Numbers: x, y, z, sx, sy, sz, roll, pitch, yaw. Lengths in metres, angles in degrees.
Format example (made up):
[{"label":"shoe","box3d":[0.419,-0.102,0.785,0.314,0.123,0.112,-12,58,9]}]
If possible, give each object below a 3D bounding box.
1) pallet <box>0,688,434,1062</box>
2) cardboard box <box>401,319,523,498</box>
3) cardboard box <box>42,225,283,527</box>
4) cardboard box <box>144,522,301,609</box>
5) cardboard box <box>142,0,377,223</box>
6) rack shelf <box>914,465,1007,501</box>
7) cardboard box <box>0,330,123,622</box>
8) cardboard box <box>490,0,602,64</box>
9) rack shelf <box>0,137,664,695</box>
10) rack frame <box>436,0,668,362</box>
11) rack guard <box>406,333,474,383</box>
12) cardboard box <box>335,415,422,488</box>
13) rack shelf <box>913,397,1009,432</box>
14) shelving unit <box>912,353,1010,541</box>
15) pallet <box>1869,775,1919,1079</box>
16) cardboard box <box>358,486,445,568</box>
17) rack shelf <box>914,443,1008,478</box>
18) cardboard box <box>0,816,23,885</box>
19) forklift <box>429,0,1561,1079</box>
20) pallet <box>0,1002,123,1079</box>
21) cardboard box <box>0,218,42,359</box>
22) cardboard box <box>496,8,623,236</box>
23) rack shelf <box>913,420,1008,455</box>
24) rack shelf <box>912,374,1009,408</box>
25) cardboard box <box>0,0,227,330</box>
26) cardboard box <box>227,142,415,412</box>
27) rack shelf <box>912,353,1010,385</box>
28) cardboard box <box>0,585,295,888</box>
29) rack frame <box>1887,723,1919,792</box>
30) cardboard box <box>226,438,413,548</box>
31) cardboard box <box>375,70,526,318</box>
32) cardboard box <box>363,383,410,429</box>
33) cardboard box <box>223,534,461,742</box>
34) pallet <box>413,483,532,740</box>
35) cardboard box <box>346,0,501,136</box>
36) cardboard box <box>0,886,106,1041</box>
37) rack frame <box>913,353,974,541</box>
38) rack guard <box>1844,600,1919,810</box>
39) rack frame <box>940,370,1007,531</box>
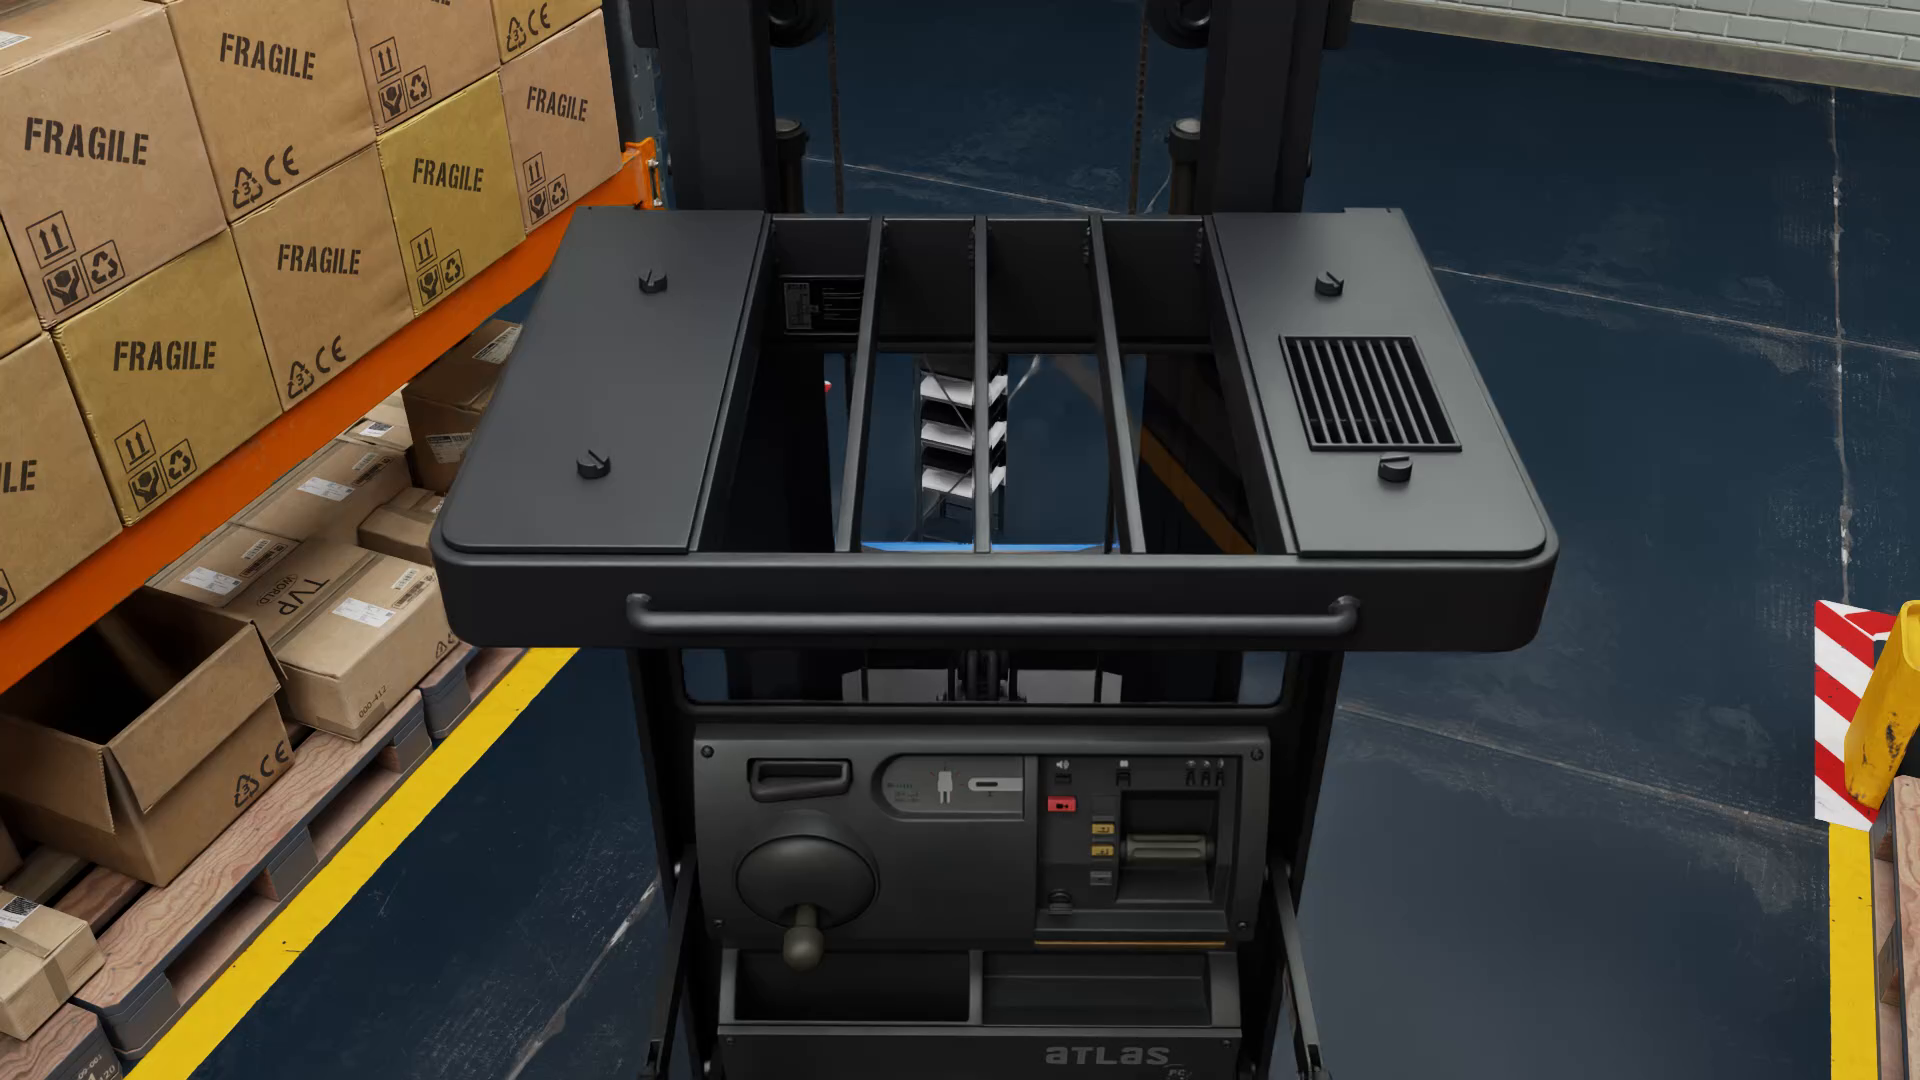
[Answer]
[{"label":"pallet","box3d":[-2.237,0.744,4.578,1.003,0.211,1.213,14,39,18]},{"label":"cardboard box","box3d":[-1.419,-0.347,5.430,0.500,0.500,0.500,14,39,18]},{"label":"cardboard box","box3d":[-1.940,-0.418,3.720,0.500,0.500,0.500,13,39,17]},{"label":"cardboard box","box3d":[-2.290,0.186,4.925,0.500,0.250,0.500,14,39,18]},{"label":"cardboard box","box3d":[-1.740,-1.093,3.788,0.500,0.500,0.500,15,39,19]},{"label":"rack shelf","box3d":[0.003,-0.194,5.614,0.258,0.077,0.200,14,39,18]},{"label":"cardboard box","box3d":[-2.132,-0.136,3.342,0.500,0.500,0.500,14,39,18]},{"label":"cardboard box","box3d":[-1.355,-1.661,4.548,0.500,0.500,0.500,14,39,17]},{"label":"rack shelf","box3d":[-2.201,-0.134,4.025,1.077,0.370,4.000,14,39,18]},{"label":"rack frame","box3d":[-1.440,-1.529,5.291,1.000,3.000,0.127,14,39,18]},{"label":"rack guard","box3d":[-1.469,-0.486,5.983,1.175,0.500,0.348,14,39,18]},{"label":"cardboard box","box3d":[-2.012,-0.279,5.617,0.380,0.166,0.250,14,39,18]},{"label":"rack shelf","box3d":[0.003,-0.410,5.453,0.258,0.077,0.200,14,39,18]},{"label":"shelving unit","box3d":[0.003,-0.365,5.487,0.258,0.900,0.210,14,39,18]},{"label":"pallet","box3d":[2.790,1.166,4.014,1.003,0.211,1.213,14,39,18]},{"label":"cardboard box","box3d":[-1.657,-0.010,5.257,0.380,0.166,0.250,14,39,18]},{"label":"rack shelf","box3d":[0.003,-0.266,5.560,0.258,0.077,0.200,14,39,18]},{"label":"cardboard box","box3d":[-2.722,0.791,4.065,0.500,0.311,0.500,14,39,18]},{"label":"forklift","box3d":[0.036,0.568,2.542,1.130,2.935,3.031,0,37,0]},{"label":"pallet","box3d":[-2.700,1.422,3.671,1.003,0.211,1.213,14,39,18]},{"label":"cardboard box","box3d":[-2.131,-0.522,3.025,0.500,0.500,0.500,13,39,16]},{"label":"cardboard box","box3d":[-1.359,-1.259,4.846,0.500,0.500,0.500,15,39,19]},{"label":"rack shelf","box3d":[0.003,-0.338,5.507,0.258,0.077,0.200,14,39,18]},{"label":"rack shelf","box3d":[0.003,-0.482,5.399,0.258,0.077,0.200,14,39,18]},{"label":"cardboard box","box3d":[-1.935,-0.809,3.408,0.500,0.500,0.500,15,39,19]},{"label":"cardboard box","box3d":[-1.748,-0.696,4.093,0.500,0.500,0.500,14,39,18]},{"label":"rack shelf","box3d":[0.003,-0.555,5.345,0.258,0.077,0.200,14,39,18]},{"label":"cardboard box","box3d":[-2.252,0.468,4.337,0.797,0.503,0.637,14,39,18]},{"label":"rack frame","box3d":[3.139,-0.399,3.778,1.000,3.000,0.127,14,39,18]},{"label":"cardboard box","box3d":[-2.100,-0.091,5.296,0.500,0.250,0.500,14,39,18]},{"label":"cardboard box","box3d":[-1.553,-0.971,4.461,0.500,0.500,0.500,14,39,18]},{"label":"cardboard box","box3d":[-1.917,-0.410,5.807,0.380,0.149,0.250,14,39,18]},{"label":"cardboard box","box3d":[-1.808,0.272,4.810,0.500,0.250,0.500,14,39,18]},{"label":"pallet","box3d":[-1.771,0.071,5.479,1.003,0.211,1.213,14,39,18]},{"label":"cardboard box","box3d":[-1.547,-1.381,4.173,0.500,0.500,0.500,15,39,19]},{"label":"cardboard box","box3d":[-2.282,0.980,3.933,0.380,0.166,0.250,14,39,18]},{"label":"rack frame","box3d":[-0.036,-0.309,5.411,0.240,0.900,0.006,14,39,18]},{"label":"rack guard","box3d":[3.136,0.586,4.548,1.175,0.500,0.348,14,39,18]},{"label":"rack frame","box3d":[0.042,-0.421,5.562,0.240,0.900,0.006,14,39,18]}]
